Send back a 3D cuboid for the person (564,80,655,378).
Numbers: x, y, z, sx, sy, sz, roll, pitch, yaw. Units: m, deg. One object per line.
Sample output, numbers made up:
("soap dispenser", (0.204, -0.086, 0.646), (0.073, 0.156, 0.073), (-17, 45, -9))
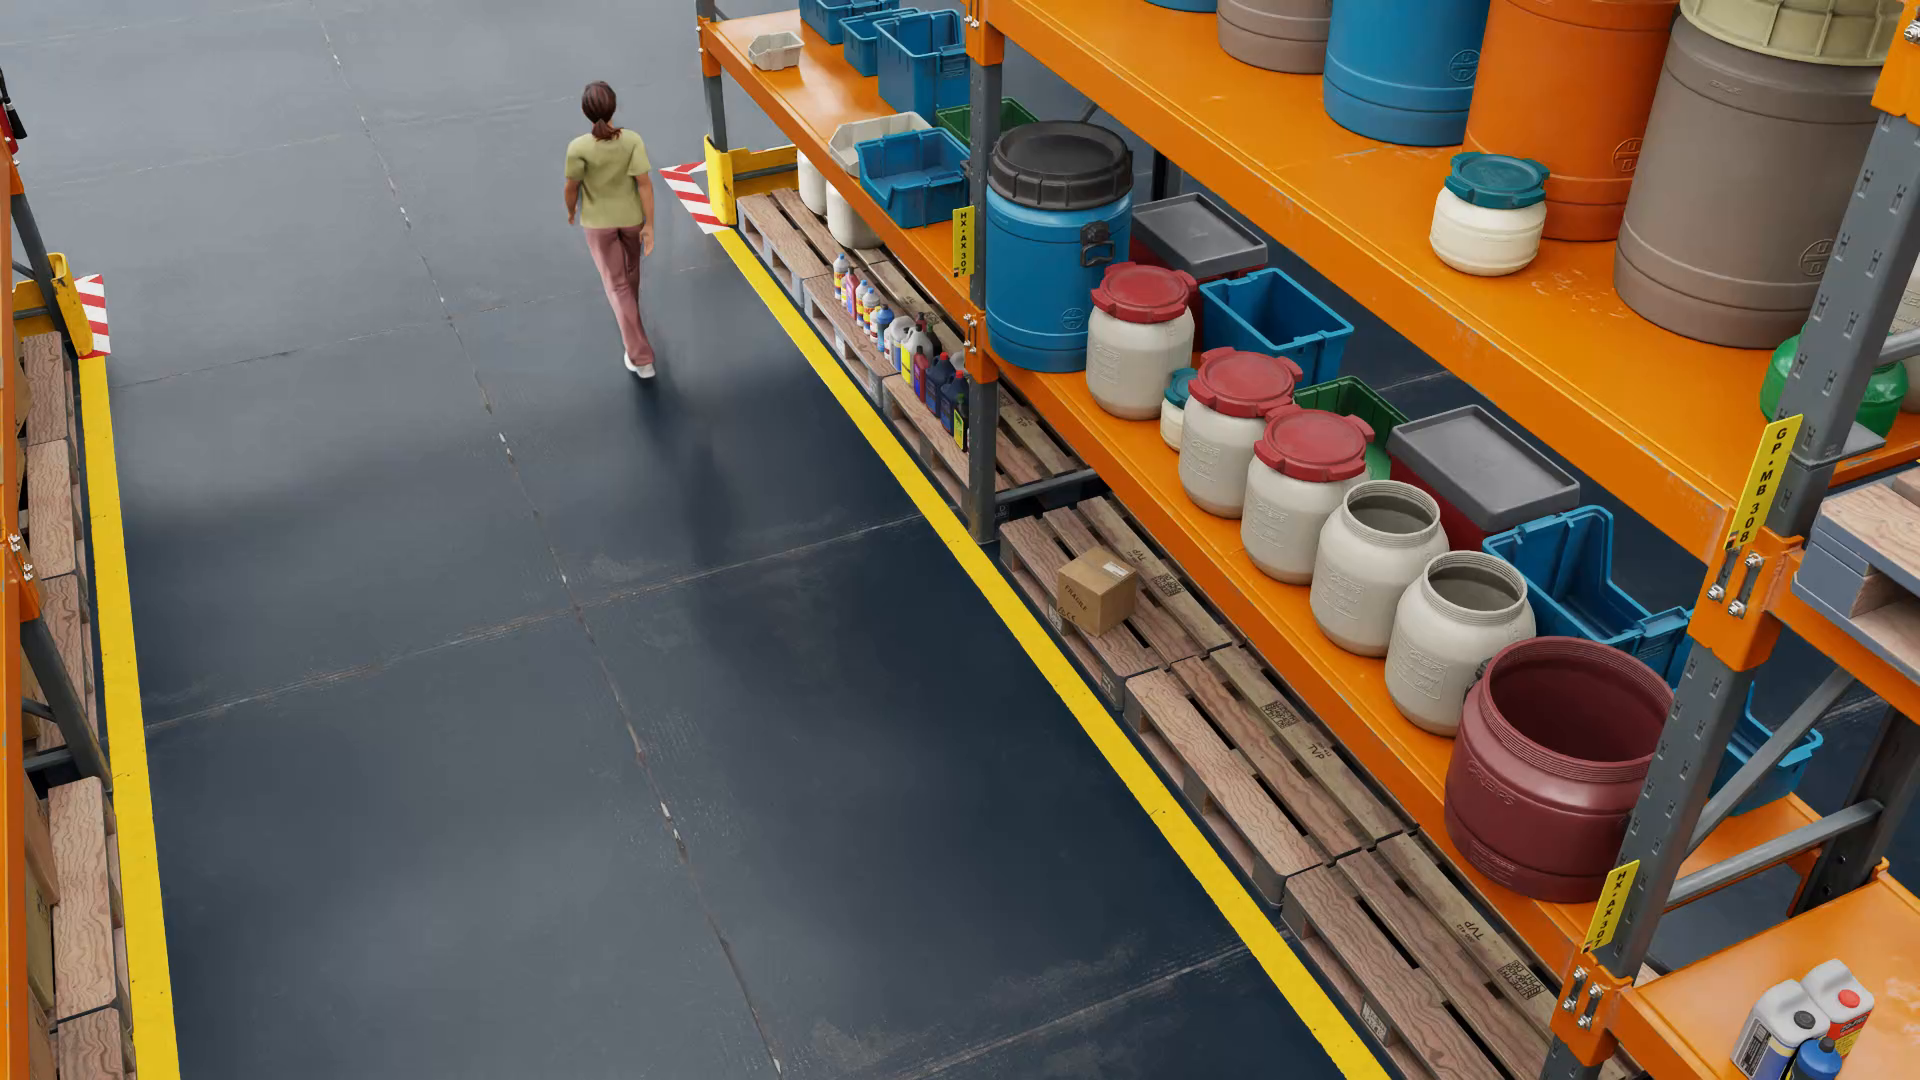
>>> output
("person", (-1.945, -1.791, 9.186), (0.453, 1.609, 1.024), (-17, 41, -21))
